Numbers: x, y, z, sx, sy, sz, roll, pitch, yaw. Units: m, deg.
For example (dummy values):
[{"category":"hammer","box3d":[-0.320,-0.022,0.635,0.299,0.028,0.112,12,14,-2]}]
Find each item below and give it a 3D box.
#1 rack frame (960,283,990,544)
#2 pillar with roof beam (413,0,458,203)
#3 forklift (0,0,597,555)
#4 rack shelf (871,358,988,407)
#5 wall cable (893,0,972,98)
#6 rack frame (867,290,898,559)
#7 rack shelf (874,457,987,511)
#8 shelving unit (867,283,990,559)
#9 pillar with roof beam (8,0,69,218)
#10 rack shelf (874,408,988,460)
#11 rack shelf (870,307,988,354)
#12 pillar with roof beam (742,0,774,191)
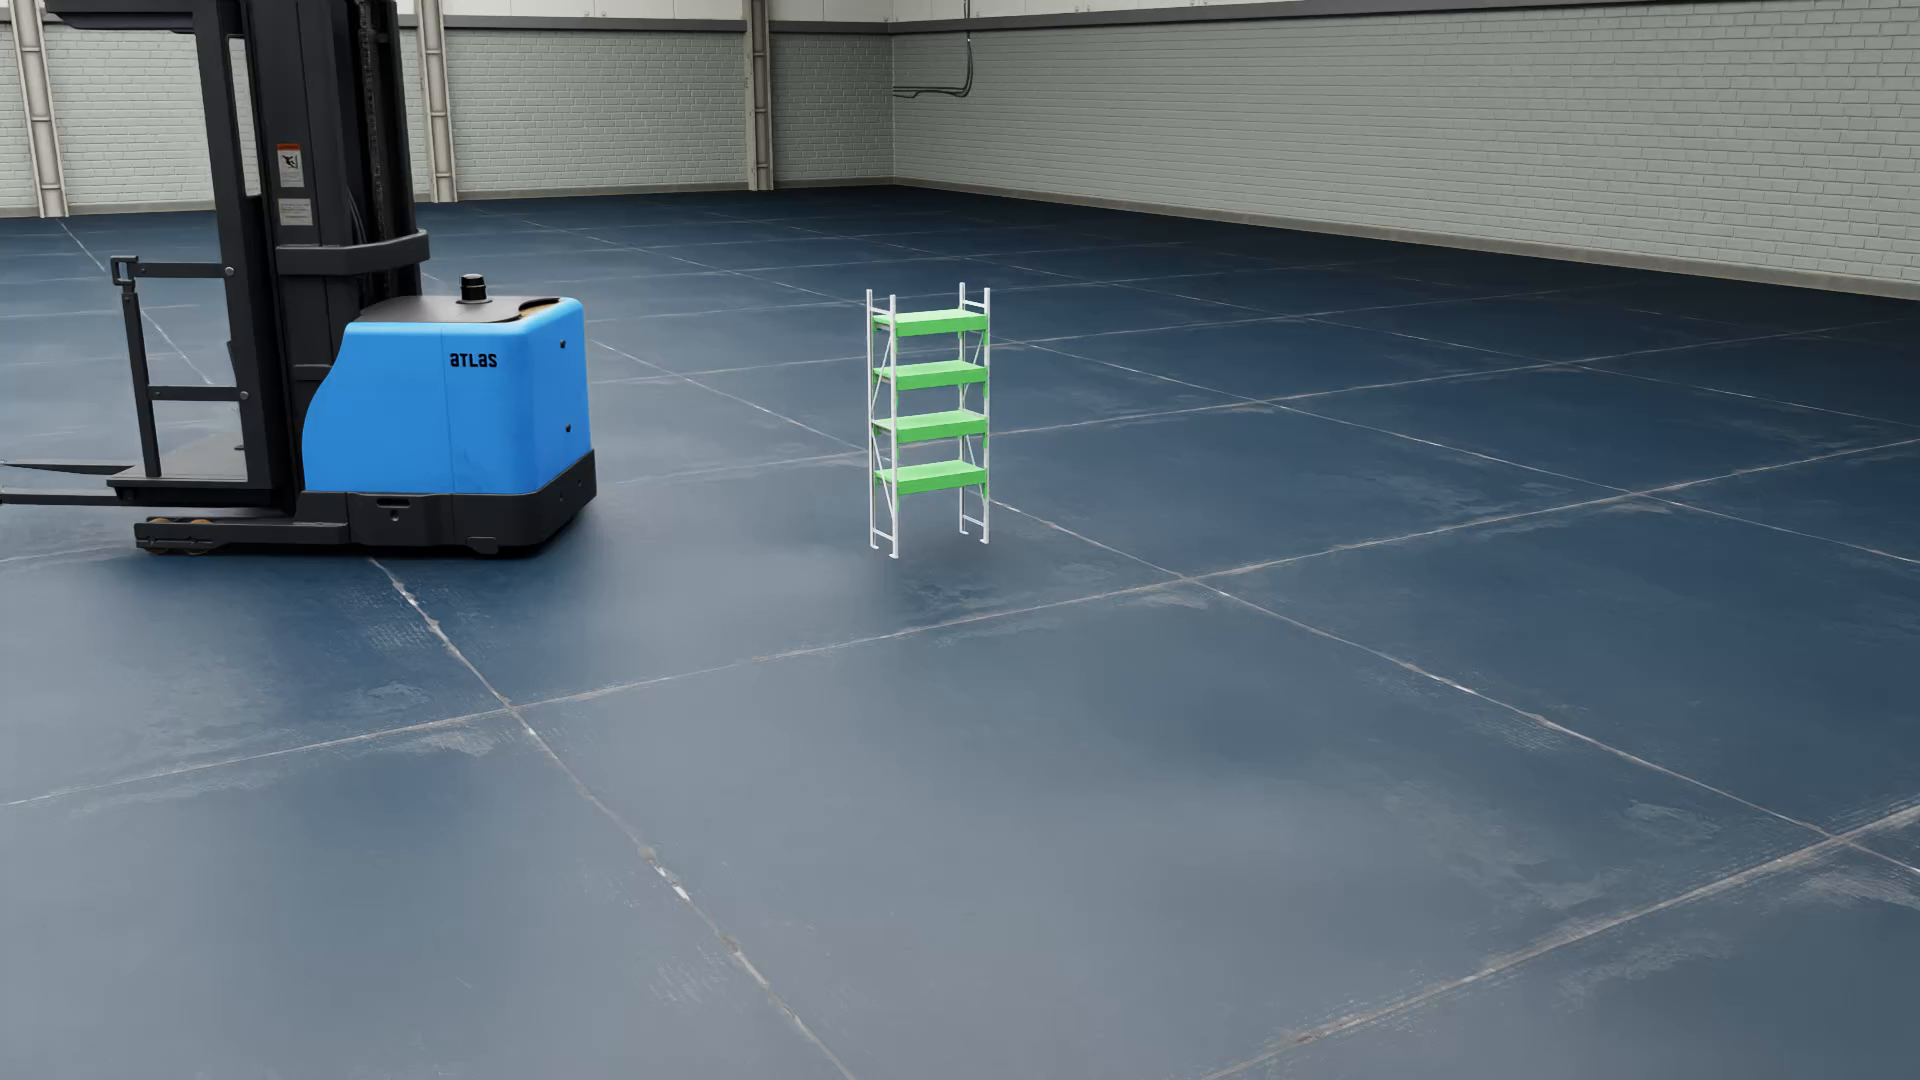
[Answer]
[{"category":"rack frame","box3d":[0.067,-0.589,7.787,0.015,1.200,0.240,-9,18,-30]},{"category":"pillar with roof beam","box3d":[-6.736,-9.209,24.089,0.400,9.000,9.100,-9,18,-30]},{"category":"forklift","box3d":[-3.387,-1.481,7.764,3.031,2.935,1.130,1,16,4]},{"category":"rack shelf","box3d":[-0.142,-0.724,7.618,0.480,0.148,0.258,-9,18,-30]},{"category":"wall cable","box3d":[-0.603,-9.647,31.406,0.112,2.526,3.097,-9,18,-30]},{"category":"rack frame","box3d":[-0.351,-0.521,7.545,0.015,1.200,0.240,-9,18,-30]},{"category":"rack shelf","box3d":[-0.142,-0.262,7.748,0.480,0.148,0.258,-9,18,-30]},{"category":"shelving unit","box3d":[-0.142,-0.555,7.666,0.503,1.200,0.258,-9,18,-30]},{"category":"pillar with roof beam","box3d":[-11.879,-8.375,21.114,0.400,9.000,9.100,-9,18,-30]},{"category":"rack shelf","box3d":[-0.142,-0.493,7.683,0.480,0.148,0.258,-9,18,-30]},{"category":"rack shelf","box3d":[-0.142,-0.955,7.553,0.480,0.148,0.258,-9,18,-30]},{"category":"pillar with roof beam","box3d":[-1.593,-10.043,27.065,0.400,9.000,9.100,-9,18,-30]}]
